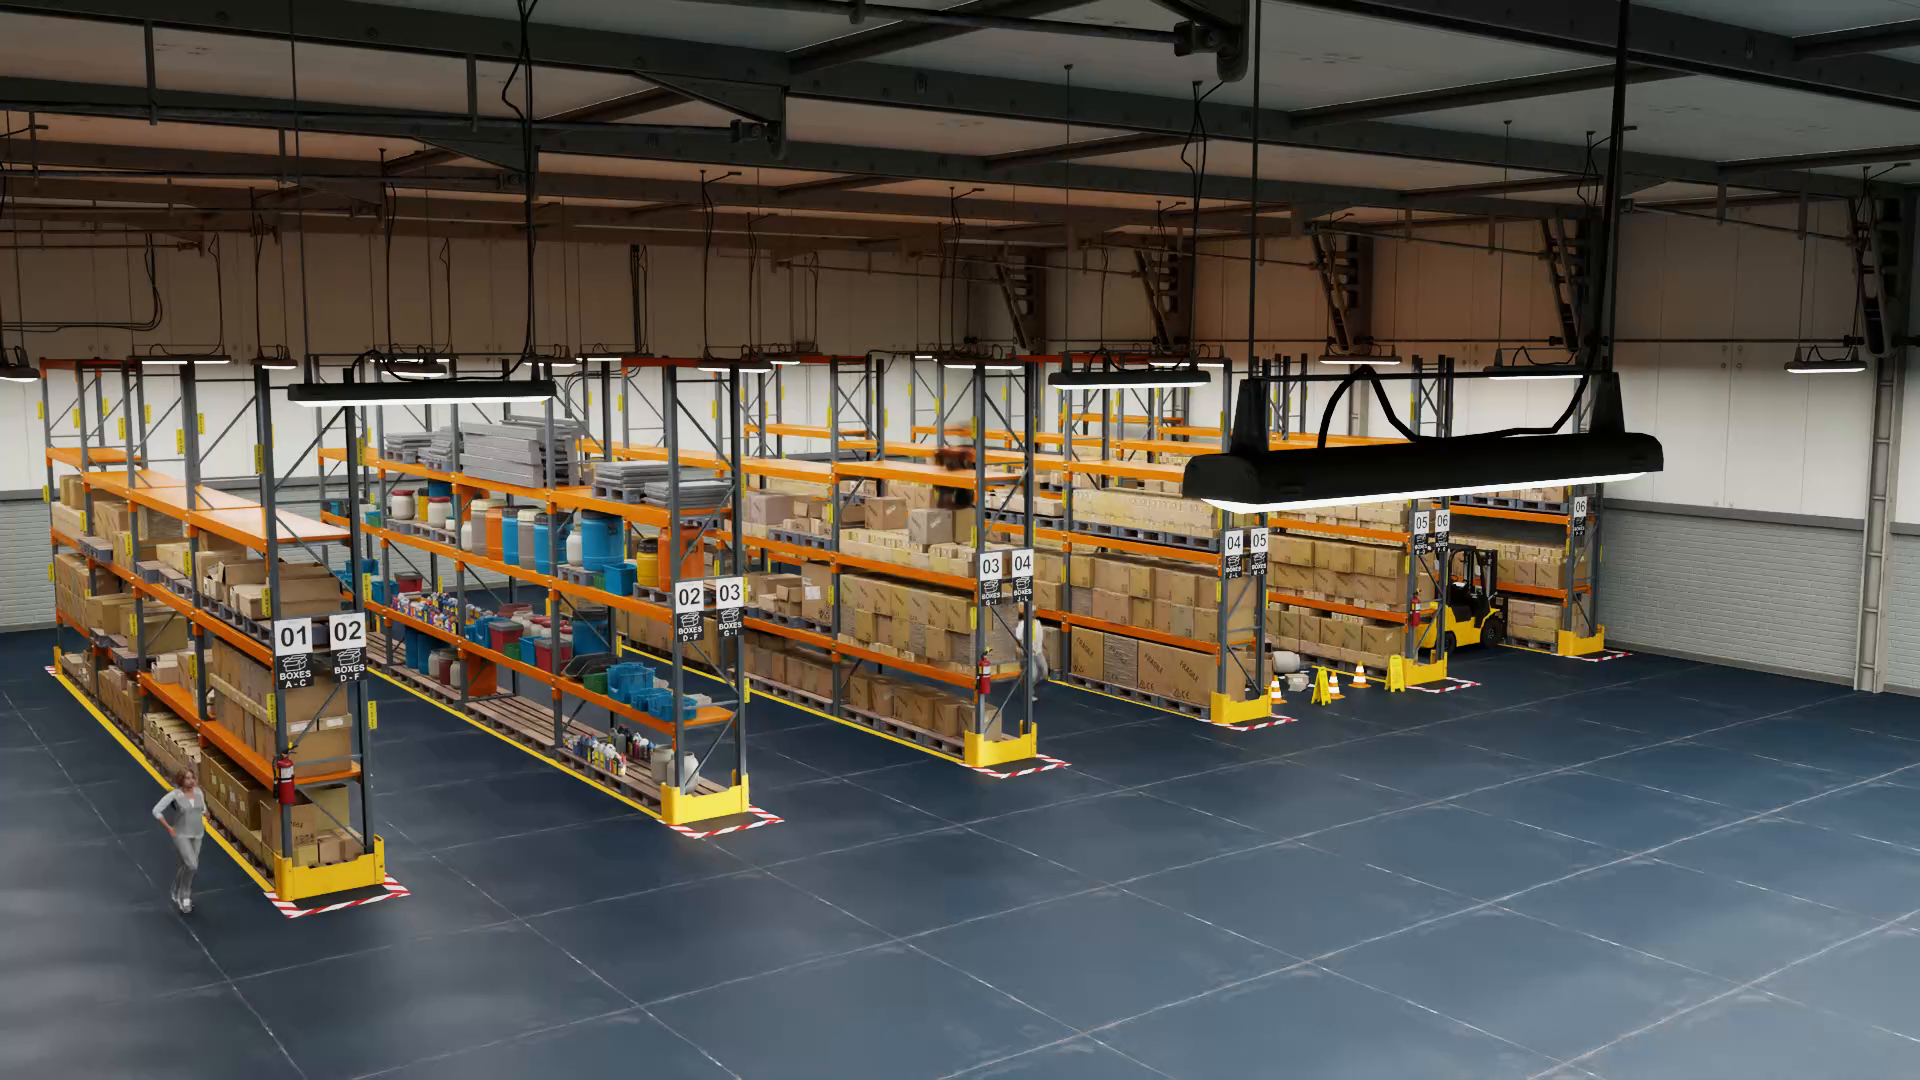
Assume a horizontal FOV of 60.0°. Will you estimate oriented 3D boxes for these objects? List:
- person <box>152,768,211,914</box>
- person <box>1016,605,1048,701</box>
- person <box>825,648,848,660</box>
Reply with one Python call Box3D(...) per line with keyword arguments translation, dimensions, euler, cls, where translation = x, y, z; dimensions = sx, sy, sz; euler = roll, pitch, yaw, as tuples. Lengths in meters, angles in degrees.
Box3D(translation=(-8.600, 3.333, 18.508), dimensions=(0.664, 1.605, 0.526), euler=(4, 8, 31), cls="person")
Box3D(translation=(1.283, 1.976, 29.134), dimensions=(0.674, 1.721, 0.569), euler=(-6, 9, -39), cls="person")
Box3D(translation=(-2.361, 1.529, 32.365), dimensions=(0.658, 1.784, 0.983), euler=(-6, 9, -43), cls="person")
